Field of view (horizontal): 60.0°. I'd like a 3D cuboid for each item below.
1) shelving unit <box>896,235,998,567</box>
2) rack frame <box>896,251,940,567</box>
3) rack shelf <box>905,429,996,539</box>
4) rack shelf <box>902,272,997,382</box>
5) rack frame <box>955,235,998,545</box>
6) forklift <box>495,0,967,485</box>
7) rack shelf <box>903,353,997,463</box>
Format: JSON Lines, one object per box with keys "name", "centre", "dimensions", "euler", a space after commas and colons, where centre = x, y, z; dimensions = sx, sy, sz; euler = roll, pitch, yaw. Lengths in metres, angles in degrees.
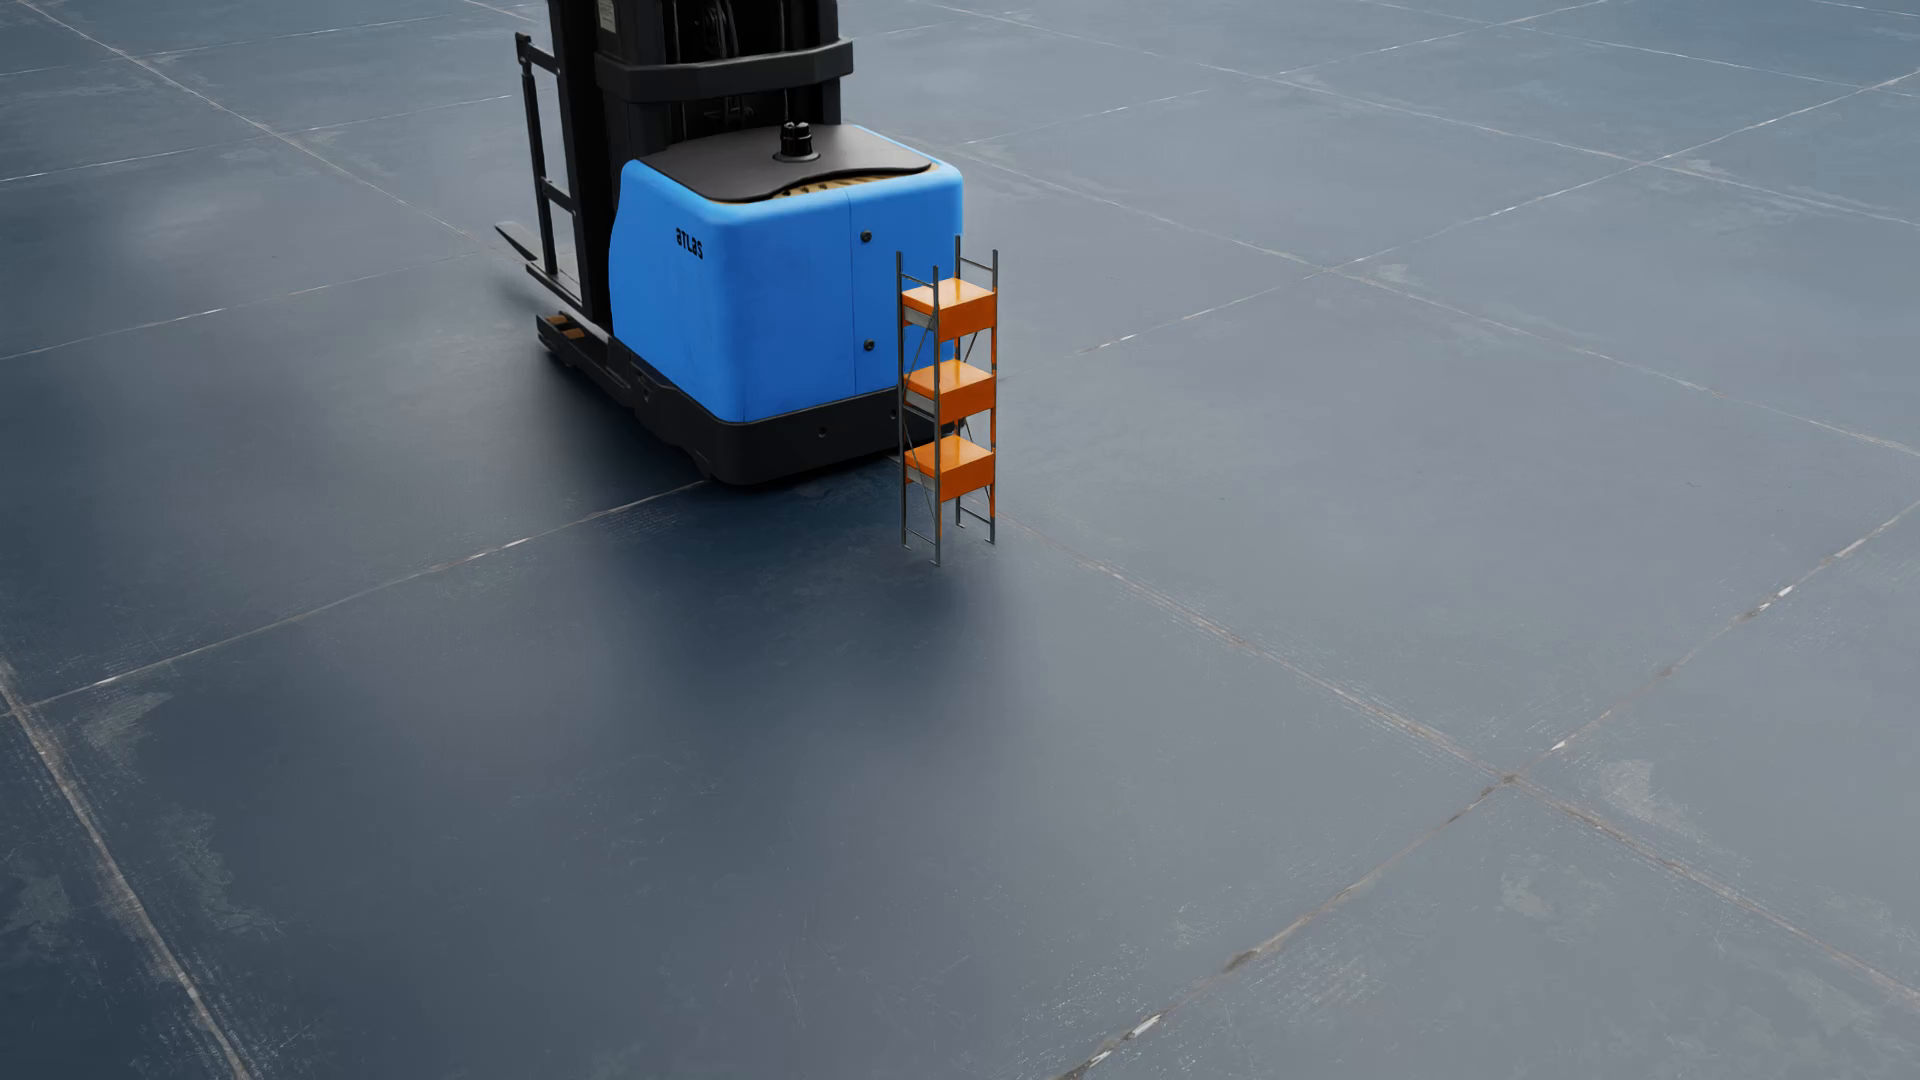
{"name": "shelving unit", "centre": [-0.041, -0.447, 5.472], "dimensions": [0.252, 1.050, 0.215], "euler": [-22, 35, -35]}
{"name": "rack frame", "centre": [-0.134, -0.409, 5.402], "dimensions": [0.008, 1.050, 0.200], "euler": [-22, 35, -35]}
{"name": "rack shelf", "centre": [-0.041, -0.192, 5.608], "dimensions": [0.240, 0.259, 0.215], "euler": [-22, 35, -35]}
{"name": "rack shelf", "centre": [-0.041, -0.688, 5.343], "dimensions": [0.240, 0.259, 0.215], "euler": [-22, 35, -35]}
{"name": "rack frame", "centre": [0.052, -0.484, 5.542], "dimensions": [0.008, 1.050, 0.200], "euler": [-22, 35, -35]}
{"name": "forklift", "centre": [-1.190, -2.140, 6.644], "dimensions": [1.130, 2.935, 3.031], "euler": [-17, 32, -28]}
{"name": "rack shelf", "centre": [-0.041, -0.437, 5.477], "dimensions": [0.240, 0.259, 0.215], "euler": [-22, 35, -35]}
